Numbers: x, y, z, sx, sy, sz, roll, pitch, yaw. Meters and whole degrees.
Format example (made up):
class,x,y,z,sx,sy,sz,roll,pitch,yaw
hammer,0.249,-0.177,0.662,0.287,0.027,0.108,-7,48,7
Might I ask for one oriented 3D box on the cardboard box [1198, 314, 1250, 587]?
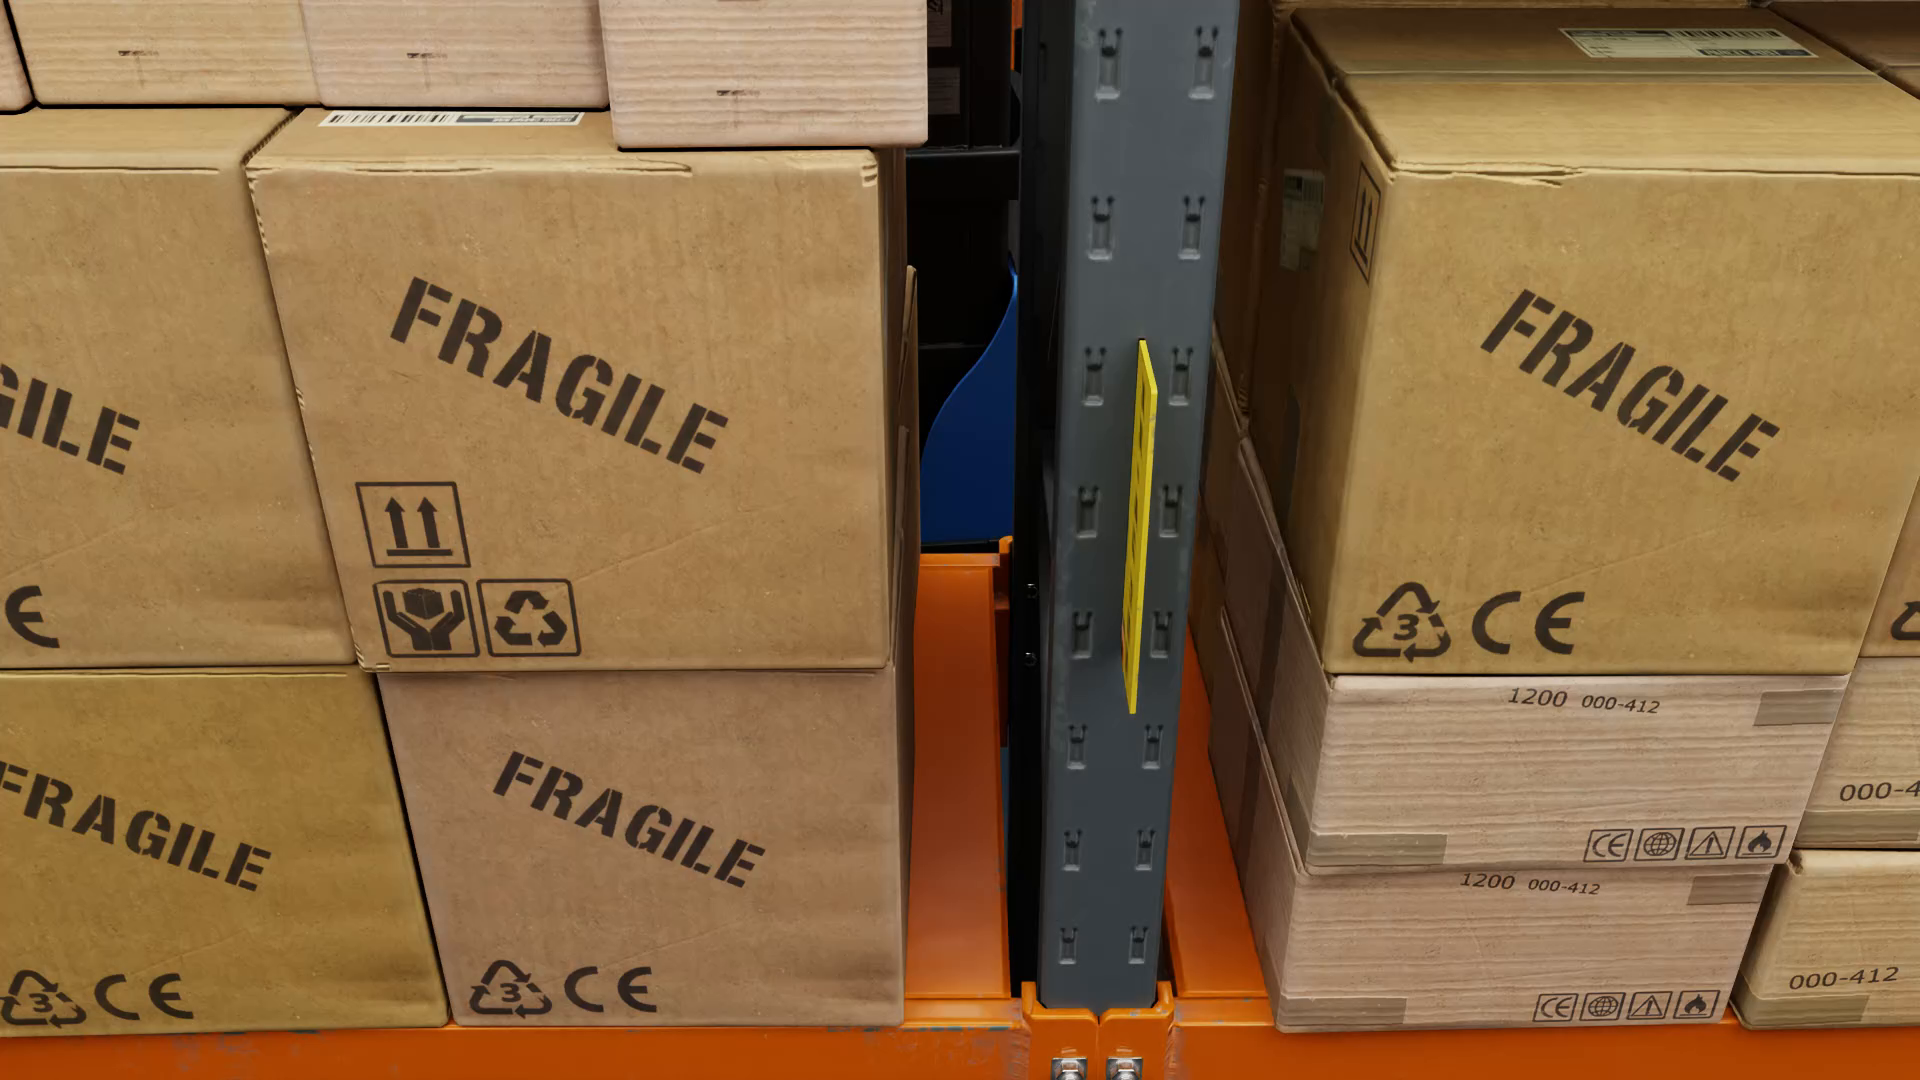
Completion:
class,x,y,z,sx,sy,sz,roll,pitch,yaw
cardboard box,0.590,-0.167,2.296,0.500,0.250,0.500,0,31,0

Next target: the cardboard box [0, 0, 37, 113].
class,x,y,z,sx,sy,sz,roll,pitch,yaw
cardboard box,-0.922,-0.521,1.532,0.250,0.149,0.380,0,31,-1

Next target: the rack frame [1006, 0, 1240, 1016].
class,x,y,z,sx,sy,sz,roll,pitch,yaw
rack frame,0.150,0.108,2.180,0.053,2.616,0.949,0,31,0

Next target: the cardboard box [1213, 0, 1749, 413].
class,x,y,z,sx,sy,sz,roll,pitch,yaw
cardboard box,0.596,-0.492,2.109,0.500,0.500,0.500,1,31,1

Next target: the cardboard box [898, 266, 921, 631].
class,x,y,z,sx,sy,sz,roll,pitch,yaw
cardboard box,-0.320,-0.067,2.373,0.500,0.500,0.500,1,31,1

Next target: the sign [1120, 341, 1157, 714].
class,x,y,z,sx,sy,sz,roll,pitch,yaw
sign,0.155,-0.006,1.457,0.005,0.325,0.100,0,31,0

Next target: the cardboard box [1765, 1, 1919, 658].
class,x,y,z,sx,sy,sz,roll,pitch,yaw
cardboard box,1.101,-0.228,1.675,0.500,0.500,0.500,0,31,-1

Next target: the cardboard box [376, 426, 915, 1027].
class,x,y,z,sx,sy,sz,roll,pitch,yaw
cardboard box,-0.312,0.201,1.930,0.500,0.500,0.500,0,31,0

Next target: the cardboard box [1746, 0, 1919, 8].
class,x,y,z,sx,sy,sz,roll,pitch,yaw
cardboard box,1.113,-0.497,2.118,0.500,0.500,0.500,0,31,1

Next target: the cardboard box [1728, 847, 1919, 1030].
class,x,y,z,sx,sy,sz,roll,pitch,yaw
cardboard box,1.110,0.307,1.996,0.500,0.250,0.500,-1,31,-2

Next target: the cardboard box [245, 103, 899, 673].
class,x,y,z,sx,sy,sz,roll,pitch,yaw
cardboard box,-0.320,-0.216,1.653,0.500,0.500,0.500,0,31,-1

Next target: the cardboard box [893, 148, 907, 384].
class,x,y,z,sx,sy,sz,roll,pitch,yaw
cardboard box,-0.327,-0.484,2.096,0.500,0.500,0.500,0,31,0

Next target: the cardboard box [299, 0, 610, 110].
class,x,y,z,sx,sy,sz,roll,pitch,yaw
cardboard box,-0.420,-0.527,1.541,0.250,0.149,0.380,1,31,1

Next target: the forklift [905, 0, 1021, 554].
class,x,y,z,sx,sy,sz,roll,pitch,yaw
forklift,-0.622,-1.217,4.431,3.031,2.935,1.130,-3,31,-5

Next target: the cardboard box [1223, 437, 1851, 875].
class,x,y,z,sx,sy,sz,roll,pitch,yaw
cardboard box,0.592,0.105,1.847,0.500,0.250,0.500,-1,31,-2

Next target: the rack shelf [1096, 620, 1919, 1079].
class,x,y,z,sx,sy,sz,roll,pitch,yaw
rack shelf,2.150,0.411,2.374,4.000,0.370,1.077,0,31,0

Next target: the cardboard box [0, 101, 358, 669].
class,x,y,z,sx,sy,sz,roll,pitch,yaw
cardboard box,-0.827,-0.218,1.658,0.500,0.500,0.500,-1,31,-1

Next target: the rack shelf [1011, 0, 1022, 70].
class,x,y,z,sx,sy,sz,roll,pitch,yaw
rack shelf,2.117,-2.163,6.618,4.000,0.370,1.077,0,31,0

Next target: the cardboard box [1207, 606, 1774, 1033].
class,x,y,z,sx,sy,sz,roll,pitch,yaw
cardboard box,0.592,0.310,1.993,0.500,0.250,0.500,-1,31,-1

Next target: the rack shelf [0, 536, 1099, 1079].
class,x,y,z,sx,sy,sz,roll,pitch,yaw
rack shelf,-1.849,0.424,2.353,4.000,0.370,1.077,0,31,0

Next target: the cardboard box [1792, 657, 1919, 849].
class,x,y,z,sx,sy,sz,roll,pitch,yaw
cardboard box,1.113,0.089,1.874,0.500,0.250,0.500,0,31,0

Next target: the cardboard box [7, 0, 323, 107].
class,x,y,z,sx,sy,sz,roll,pitch,yaw
cardboard box,-0.669,-0.531,1.548,0.250,0.149,0.380,0,31,0

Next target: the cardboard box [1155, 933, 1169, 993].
class,x,y,z,sx,sy,sz,roll,pitch,yaw
cardboard box,0.770,0.795,2.691,0.875,0.875,0.875,1,31,1

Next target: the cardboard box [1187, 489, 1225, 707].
class,x,y,z,sx,sy,sz,roll,pitch,yaw
cardboard box,0.598,0.042,2.434,0.500,0.250,0.500,-1,31,-1

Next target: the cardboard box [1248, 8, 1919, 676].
class,x,y,z,sx,sy,sz,roll,pitch,yaw
cardboard box,0.592,-0.213,1.648,0.500,0.500,0.500,0,31,0

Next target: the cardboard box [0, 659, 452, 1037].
class,x,y,z,sx,sy,sz,roll,pitch,yaw
cardboard box,-0.826,0.206,1.923,0.500,0.500,0.500,-1,31,-2

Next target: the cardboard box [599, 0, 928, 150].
class,x,y,z,sx,sy,sz,roll,pitch,yaw
cardboard box,-0.156,-0.472,1.450,0.250,0.149,0.380,-1,31,-1
